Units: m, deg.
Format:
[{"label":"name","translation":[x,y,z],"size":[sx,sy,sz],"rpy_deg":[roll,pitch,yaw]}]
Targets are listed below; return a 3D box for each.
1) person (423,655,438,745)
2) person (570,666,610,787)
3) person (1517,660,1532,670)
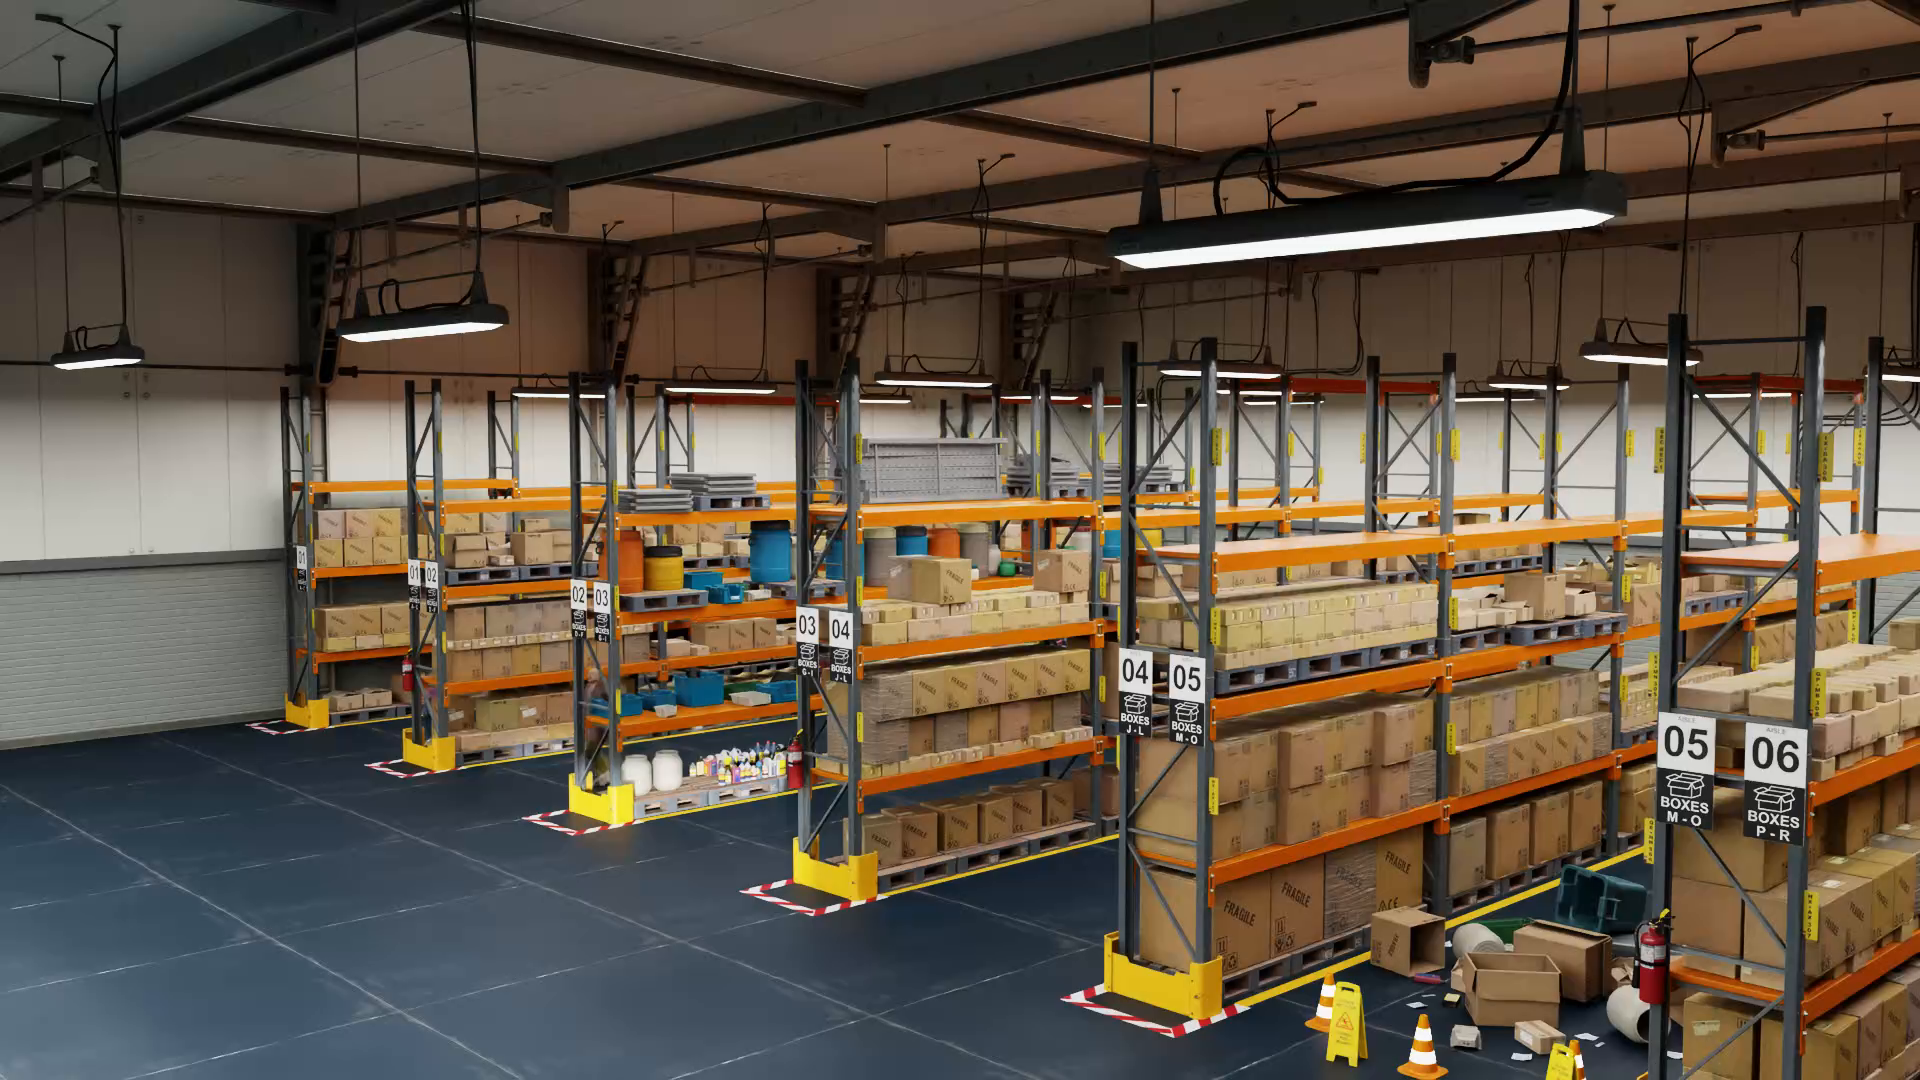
[{"label":"person","translation":[-8.680,2.616,27.697],"size":[0.543,1.555,0.694],"rpy_deg":[3,5,37]},{"label":"person","translation":[-5.374,2.730,24.274],"size":[0.678,1.767,0.661],"rpy_deg":[3,5,38]},{"label":"person","translation":[8.794,2.665,26.216],"size":[0.627,1.660,0.483],"rpy_deg":[3,5,42]}]
